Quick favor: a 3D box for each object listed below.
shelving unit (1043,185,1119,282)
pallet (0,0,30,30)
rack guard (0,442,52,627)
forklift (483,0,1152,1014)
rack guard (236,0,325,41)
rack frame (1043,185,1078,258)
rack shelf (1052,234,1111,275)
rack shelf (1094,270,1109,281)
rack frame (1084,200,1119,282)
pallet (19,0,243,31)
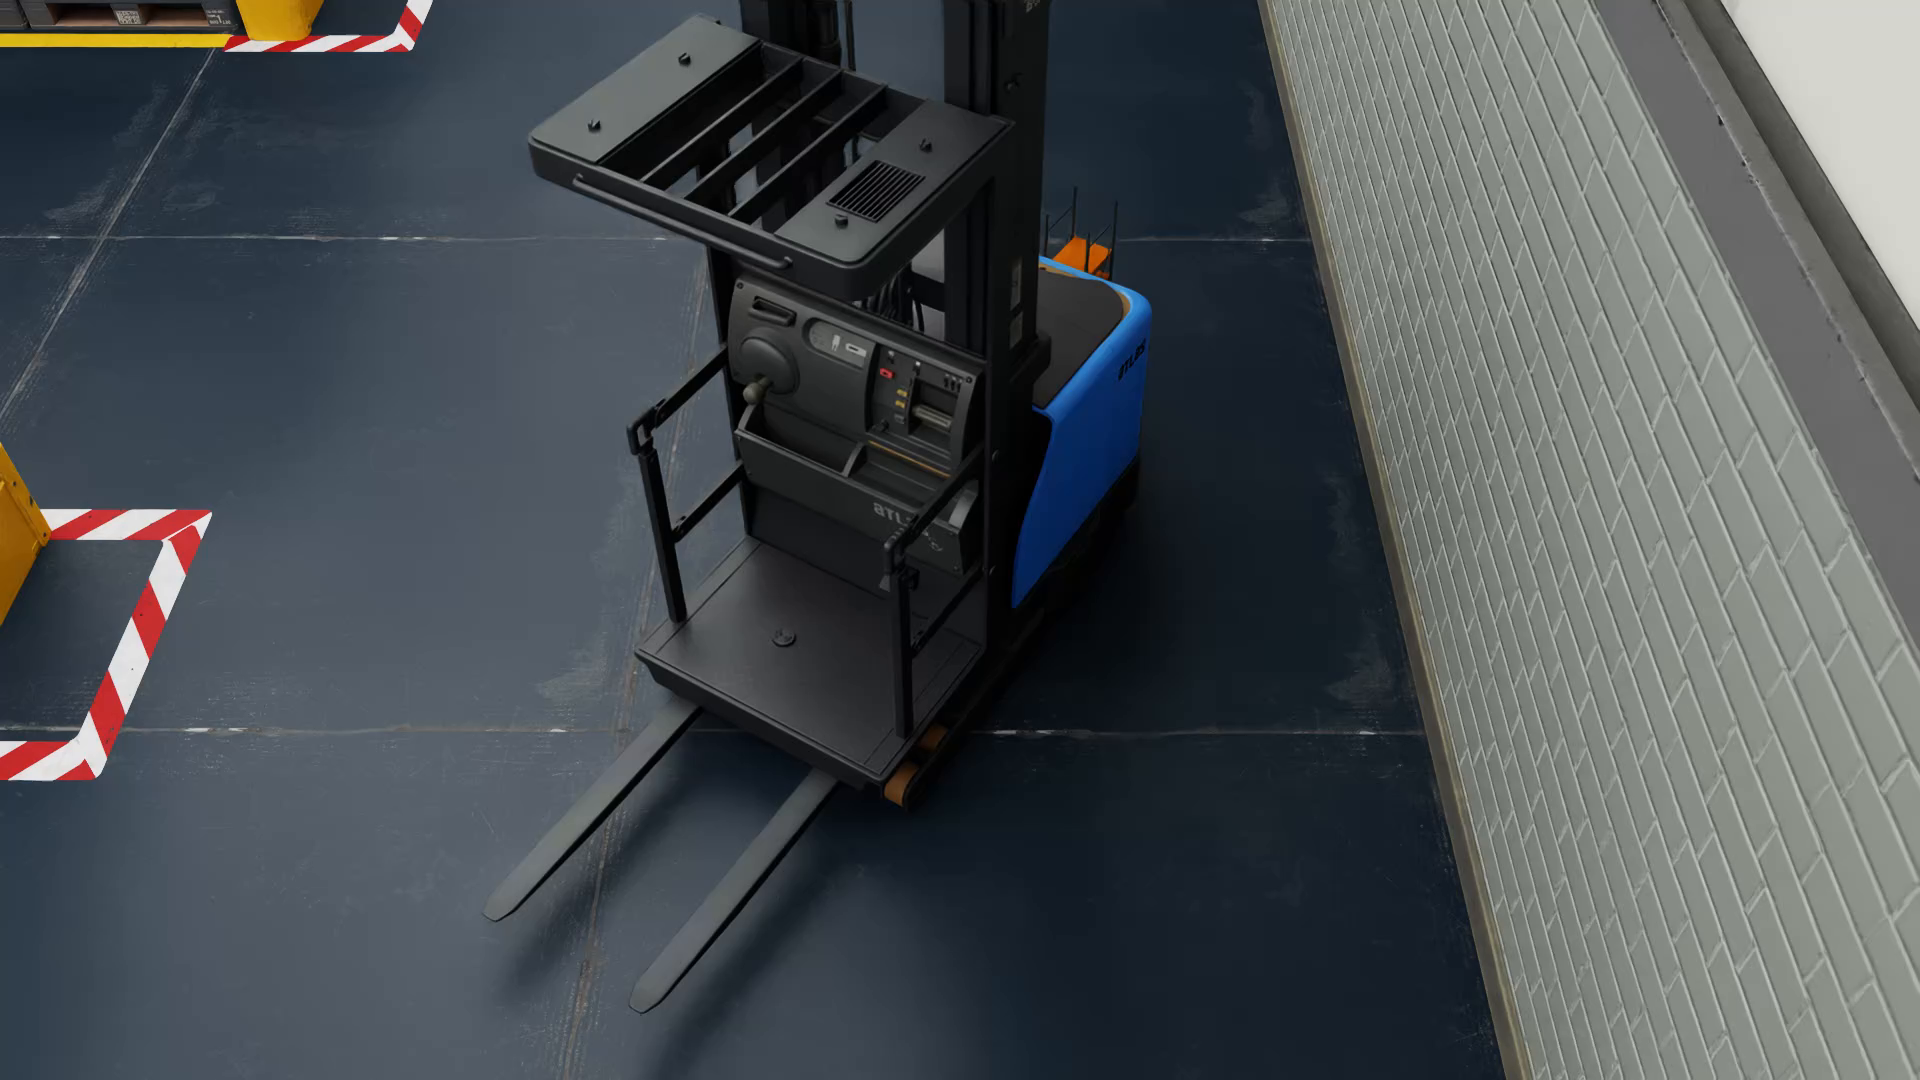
[{"bbox_3d":[0.469,-0.863,6.814,0.189,1.200,0.258,25,52,21],"label":"shelving unit"},{"bbox_3d":[-5.964,-3.370,9.823,1.213,0.211,1.003,0,47,0],"label":"pallet"},{"bbox_3d":[-3.917,0.193,6.309,0.348,0.500,1.175,0,47,0],"label":"rack guard"},{"bbox_3d":[-0.470,-0.446,5.243,1.130,2.935,3.031,24,52,21],"label":"forklift"},{"bbox_3d":[-3.898,-3.442,9.693,0.348,0.500,1.175,0,47,0],"label":"rack guard"},{"bbox_3d":[0.391,-0.899,6.848,0.006,1.200,0.240,25,52,21],"label":"rack frame"},{"bbox_3d":[0.469,-1.078,6.583,0.180,0.103,0.258,25,52,21],"label":"rack shelf"},{"bbox_3d":[0.469,-0.996,6.671,0.180,0.103,0.258,25,52,21],"label":"rack shelf"},{"bbox_3d":[0.546,-0.827,6.781,0.006,1.200,0.240,25,52,21],"label":"rack frame"},{"bbox_3d":[-4.747,-3.364,9.818,1.213,0.211,1.003,0,47,0],"label":"pallet"}]
